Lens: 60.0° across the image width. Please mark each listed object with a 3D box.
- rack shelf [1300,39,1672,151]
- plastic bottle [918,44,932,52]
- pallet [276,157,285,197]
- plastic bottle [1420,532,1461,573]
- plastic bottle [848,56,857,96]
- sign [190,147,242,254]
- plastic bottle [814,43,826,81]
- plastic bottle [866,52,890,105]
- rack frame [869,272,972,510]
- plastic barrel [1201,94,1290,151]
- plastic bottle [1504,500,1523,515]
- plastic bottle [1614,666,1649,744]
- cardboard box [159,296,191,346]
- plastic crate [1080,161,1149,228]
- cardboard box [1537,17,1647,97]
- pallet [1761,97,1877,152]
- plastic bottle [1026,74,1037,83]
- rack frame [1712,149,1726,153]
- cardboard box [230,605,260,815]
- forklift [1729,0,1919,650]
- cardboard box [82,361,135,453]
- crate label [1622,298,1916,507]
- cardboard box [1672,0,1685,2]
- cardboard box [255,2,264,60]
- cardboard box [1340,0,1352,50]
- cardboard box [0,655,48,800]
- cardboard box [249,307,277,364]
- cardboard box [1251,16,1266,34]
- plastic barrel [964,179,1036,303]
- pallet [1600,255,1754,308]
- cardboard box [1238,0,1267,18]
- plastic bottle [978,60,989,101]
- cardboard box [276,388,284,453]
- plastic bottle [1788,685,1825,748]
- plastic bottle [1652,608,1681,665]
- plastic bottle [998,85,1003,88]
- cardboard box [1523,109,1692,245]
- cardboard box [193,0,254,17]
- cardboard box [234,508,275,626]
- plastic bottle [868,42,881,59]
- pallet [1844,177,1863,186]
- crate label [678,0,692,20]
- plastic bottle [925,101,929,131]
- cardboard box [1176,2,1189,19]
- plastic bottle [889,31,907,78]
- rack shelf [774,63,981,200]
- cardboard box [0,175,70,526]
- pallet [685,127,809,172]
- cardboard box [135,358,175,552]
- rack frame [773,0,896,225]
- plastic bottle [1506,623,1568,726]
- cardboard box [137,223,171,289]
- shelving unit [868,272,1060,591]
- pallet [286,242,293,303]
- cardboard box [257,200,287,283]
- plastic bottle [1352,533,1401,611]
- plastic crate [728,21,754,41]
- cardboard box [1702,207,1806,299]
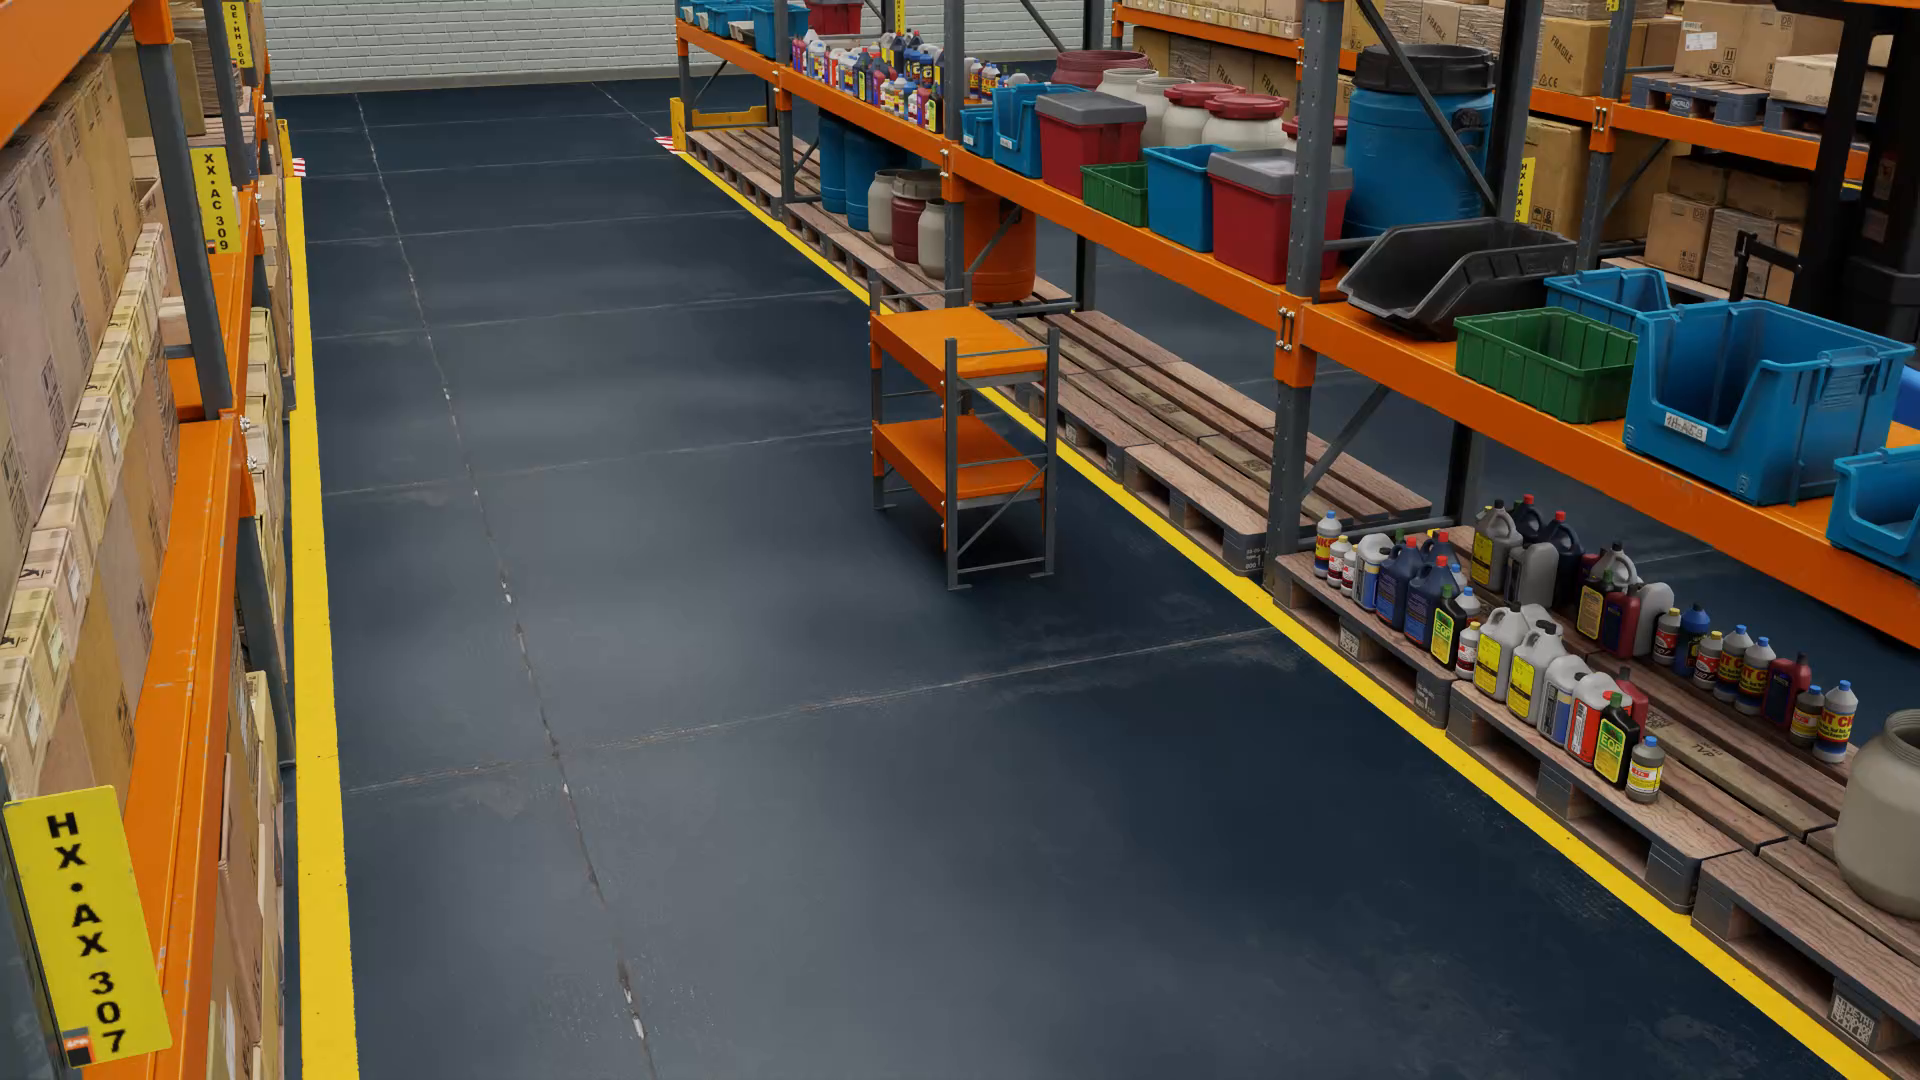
[{"bbox_3d":[4.319,-3.748,13.706,1.077,0.370,4.000,-8,24,-19],"label":"rack shelf"},{"bbox_3d":[-0.273,-3.654,12.717,0.152,0.276,0.135,-8,24,-19],"label":"plastic bottle"},{"bbox_3d":[-6.760,-3.299,15.306,1.003,0.211,1.213,-8,24,-19],"label":"pallet"},{"bbox_3d":[1.837,0.129,6.426,0.144,0.351,0.185,-8,24,-19],"label":"plastic bottle"},{"bbox_3d":[-0.755,-3.344,11.989,0.097,0.271,0.097,0,23,0],"label":"plastic bottle"},{"bbox_3d":[-2.312,-1.053,5.170,0.100,0.325,0.005,-8,24,-19],"label":"sign"},{"bbox_3d":[-1.070,-3.668,12.755,0.097,0.271,0.097,0,23,0],"label":"plastic bottle"},{"bbox_3d":[-0.571,-3.217,11.585,0.144,0.351,0.185,-8,24,-19],"label":"plastic bottle"},{"bbox_3d":[-0.182,-0.706,7.976,0.500,1.125,0.032,-8,24,-19],"label":"rack frame"},{"bbox_3d":[1.413,-1.926,8.283,0.433,0.535,0.433,0,23,0],"label":"plastic barrel"},{"bbox_3d":[2.283,-0.041,6.916,0.061,0.283,0.133,-7,24,-16],"label":"plastic bottle"},{"bbox_3d":[2.195,0.566,5.477,0.061,0.283,0.133,-8,24,-19],"label":"plastic bottle"},{"bbox_3d":[-2.952,-0.775,6.051,0.380,0.149,0.250,-8,24,-19],"label":"cardboard box"},{"bbox_3d":[0.925,-1.716,8.232,0.450,0.188,0.662,-8,24,-19],"label":"plastic crate"},{"bbox_3d":[4.619,-3.544,12.167,0.500,0.500,0.500,-8,24,-17],"label":"cardboard box"},{"bbox_3d":[5.763,-2.550,10.186,1.003,0.211,1.213,-8,24,-19],"label":"pallet"},{"bbox_3d":[0.468,-2.946,11.028,0.061,0.283,0.133,-8,24,-19],"label":"plastic bottle"},{"bbox_3d":[8.288,-5.450,16.817,1.000,3.000,0.127,-8,24,-19],"label":"rack frame"},{"bbox_3d":[-2.297,0.509,4.715,0.500,0.500,0.500,-8,24,-19],"label":"cardboard box"},{"bbox_3d":[4.122,-1.427,7.362,1.130,2.935,3.031,-3,23,-6],"label":"forklift"},{"bbox_3d":[-1.990,-0.259,3.539,0.380,0.149,0.250,-8,24,-17],"label":"cardboard box"},{"bbox_3d":[2.315,-0.414,4.824,0.502,0.435,0.616,-8,24,-19],"label":"crate label"},{"bbox_3d":[7.671,-5.959,17.513,0.500,0.500,0.500,-9,24,-20],"label":"cardboard box"},{"bbox_3d":[-6.121,-4.269,13.887,0.500,0.500,0.500,-9,24,-20],"label":"cardboard box"},{"bbox_3d":[3.541,-4.650,14.793,0.500,0.500,0.500,-8,24,-19],"label":"cardboard box"},{"bbox_3d":[-1.450,0.300,2.213,0.380,0.149,0.250,-9,24,-20],"label":"cardboard box"},{"bbox_3d":[-3.828,-1.023,8.592,0.500,0.311,0.500,-8,24,-18],"label":"cardboard box"},{"bbox_3d":[3.016,-4.943,15.938,0.380,0.149,0.250,-9,24,-20],"label":"cardboard box"},{"bbox_3d":[0.203,-2.042,10.985,0.600,0.830,0.708,-8,24,-19],"label":"plastic barrel"},{"bbox_3d":[5.300,-1.783,11.709,1.003,0.211,1.213,-8,24,-19],"label":"pallet"},{"bbox_3d":[3.026,-5.186,16.002,0.500,0.250,0.500,-8,24,-17],"label":"cardboard box"},{"bbox_3d":[0.176,-3.247,11.741,0.061,0.283,0.133,-8,24,-19],"label":"plastic bottle"},{"bbox_3d":[-3.644,-0.576,8.255,0.500,0.250,0.500,-9,24,-20],"label":"cardboard box"},{"bbox_3d":[2.832,0.582,5.544,0.097,0.201,0.097,0,23,0],"label":"plastic bottle"},{"bbox_3d":[2.605,0.348,6.099,0.097,0.201,0.097,0,23,0],"label":"plastic bottle"},{"bbox_3d":[0.268,-2.927,11.088,0.097,0.201,0.097,0,23,0],"label":"plastic bottle"},{"bbox_3d":[4.801,-2.820,12.774,1.225,0.875,0.875,-10,25,-21],"label":"cardboard box"},{"bbox_3d":[-5.560,-4.165,12.353,0.500,0.500,0.500,-8,24,-18],"label":"cardboard box"},{"bbox_3d":[-2.744,0.090,5.953,0.500,0.311,0.500,-8,24,-19],"label":"cardboard box"},{"bbox_3d":[-0.690,-3.912,13.425,0.097,0.201,0.097,0,23,0],"label":"plastic bottle"},{"bbox_3d":[8.999,-3.438,15.635,1.003,0.211,1.213,-8,24,-19],"label":"pallet"},{"bbox_3d":[-2.655,-5.395,16.827,0.416,0.233,0.303,-8,24,-19],"label":"crate label"},{"bbox_3d":[-0.174,-2.714,10.583,0.097,0.201,0.097,0,23,0],"label":"plastic bottle"},{"bbox_3d":[2.472,-5.502,17.266,0.380,0.149,0.250,-9,24,-20],"label":"cardboard box"},{"bbox_3d":[-0.460,-3.727,12.795,0.144,0.351,0.185,-8,24,-19],"label":"plastic bottle"},{"bbox_3d":[-0.315,-3.068,12.093,1.077,0.370,4.000,-8,24,-19],"label":"rack shelf"},{"bbox_3d":[-1.959,-0.296,2.790,0.700,0.500,0.500,-8,24,-19],"label":"cardboard box"},{"bbox_3d":[-2.179,-3.990,16.944,1.003,0.211,1.213,-8,24,-19],"label":"pallet"},{"bbox_3d":[-2.476,-0.236,4.319,0.700,0.500,0.500,-9,24,-20],"label":"cardboard box"},{"bbox_3d":[-1.021,-4.126,13.678,1.000,3.000,0.127,-8,24,-19],"label":"rack frame"},{"bbox_3d":[1.984,0.439,5.690,0.144,0.351,0.185,-7,24,-17],"label":"plastic bottle"},{"bbox_3d":[-2.534,-0.817,4.862,0.380,0.149,0.250,-8,24,-19],"label":"cardboard box"},{"bbox_3d":[-0.002,-0.521,7.537,0.538,1.125,1.048,-8,24,-19],"label":"shelving unit"},{"bbox_3d":[-5.334,-1.872,11.921,1.003,0.211,1.213,-8,24,-19],"label":"pallet"},{"bbox_3d":[-4.871,-1.996,11.275,0.500,0.500,0.500,-8,24,-18],"label":"cardboard box"},{"bbox_3d":[1.647,0.123,6.537,0.152,0.276,0.135,-7,24,-17],"label":"plastic bottle"},{"bbox_3d":[-1.918,-4.624,15.121,0.293,0.136,0.466,-8,24,-19],"label":"plastic crate"},{"bbox_3d":[5.489,-1.963,11.197,0.700,0.500,0.500,-10,25,-23],"label":"cardboard box"}]
